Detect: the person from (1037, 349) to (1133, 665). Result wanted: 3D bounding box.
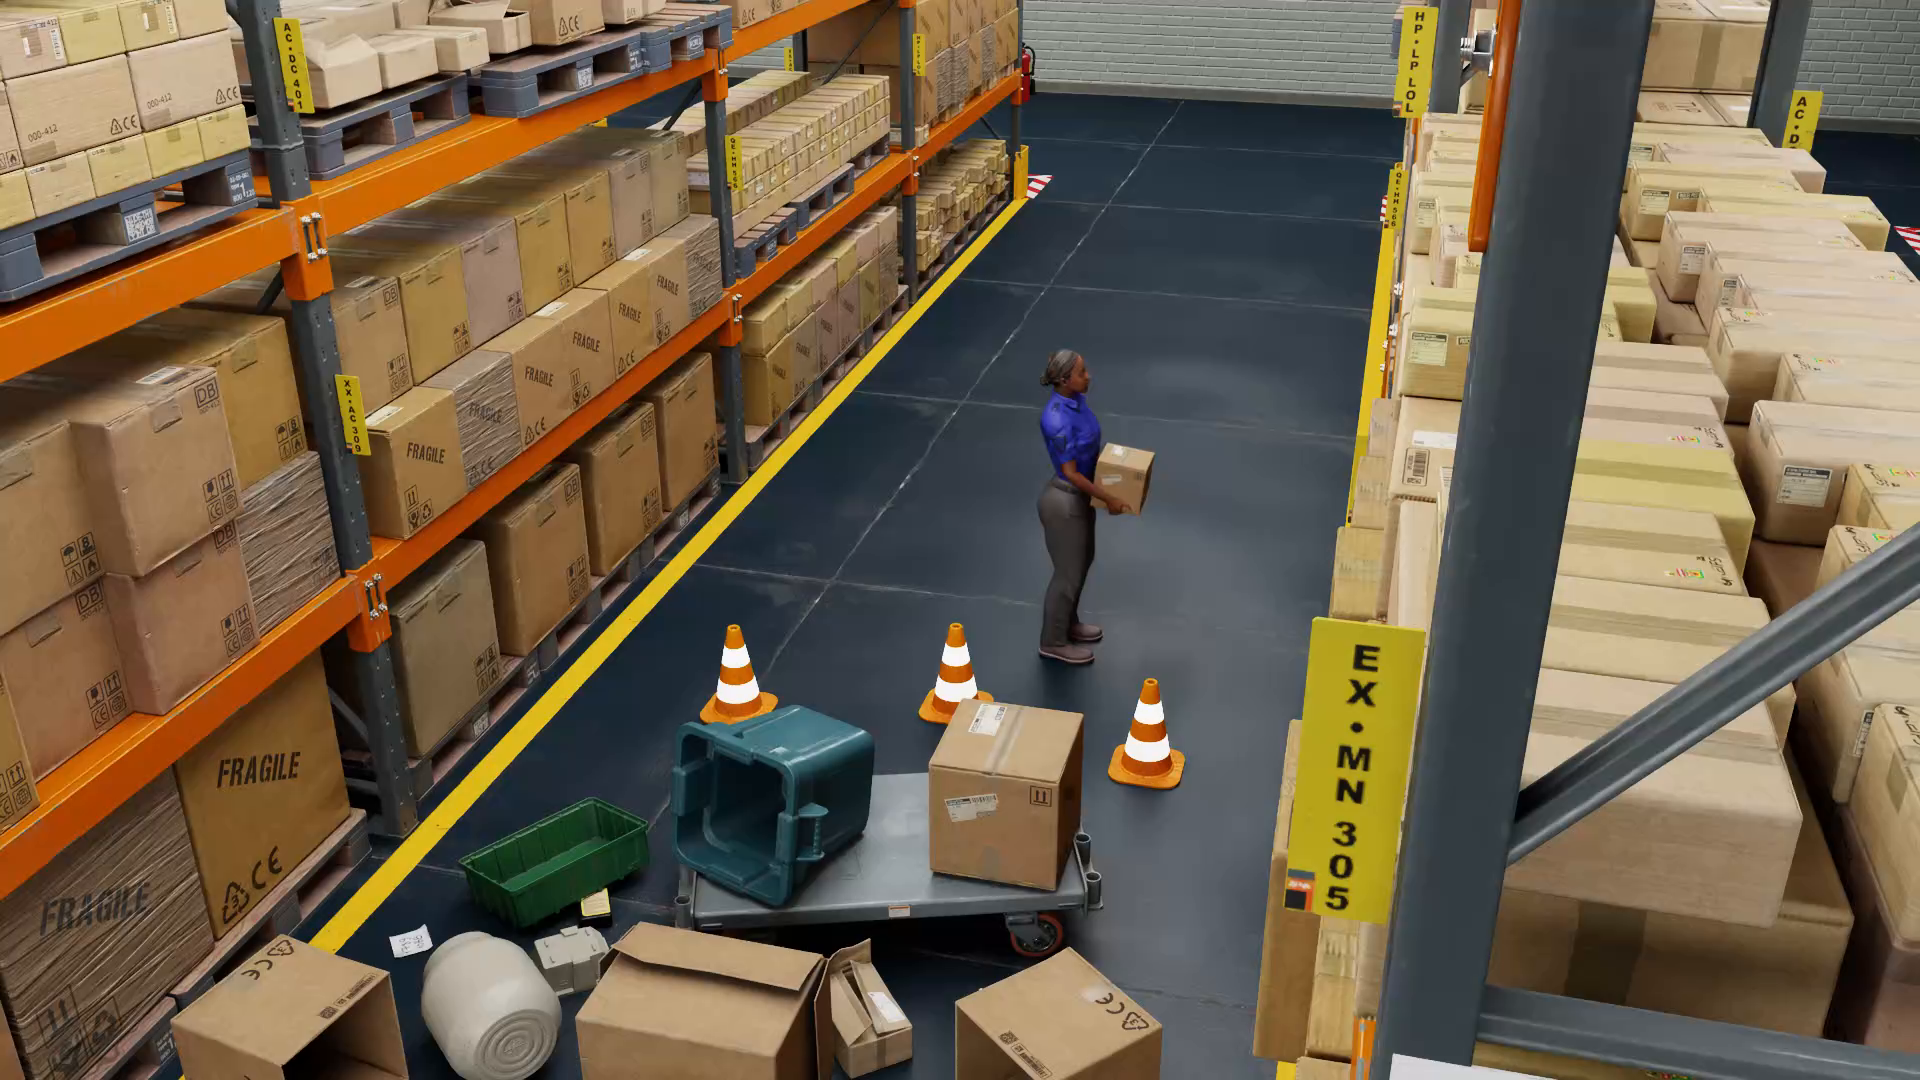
[{"bbox_3d":[0.655,-0.162,8.484,0.498,1.636,0.451,7,26,14],"label":"person"}]
